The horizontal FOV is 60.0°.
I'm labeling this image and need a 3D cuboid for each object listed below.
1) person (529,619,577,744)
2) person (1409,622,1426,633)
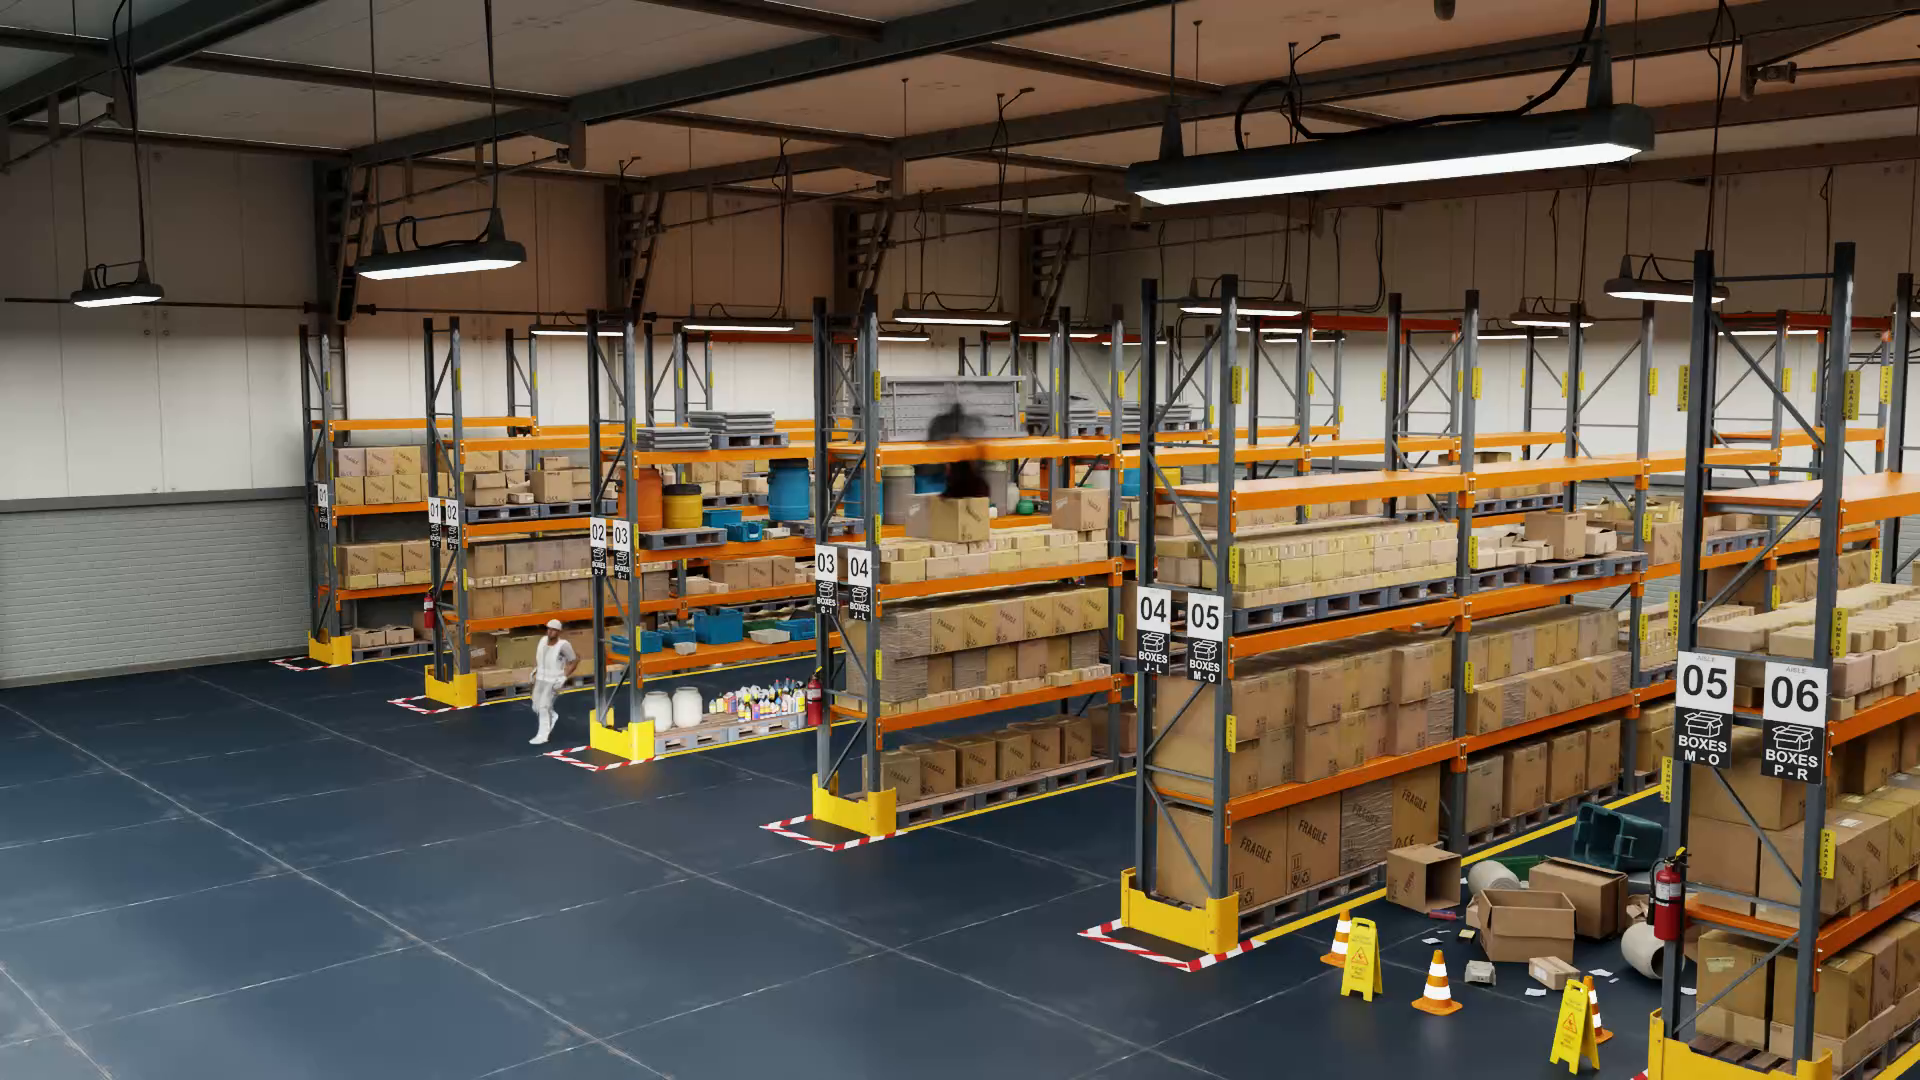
[{"bbox_3d":[-5.657,1.958,23.223,0.719,1.734,0.651,3,6,24],"label":"person"},{"bbox_3d":[6.438,1.956,23.593,0.555,1.720,0.660,6,8,44],"label":"person"}]
